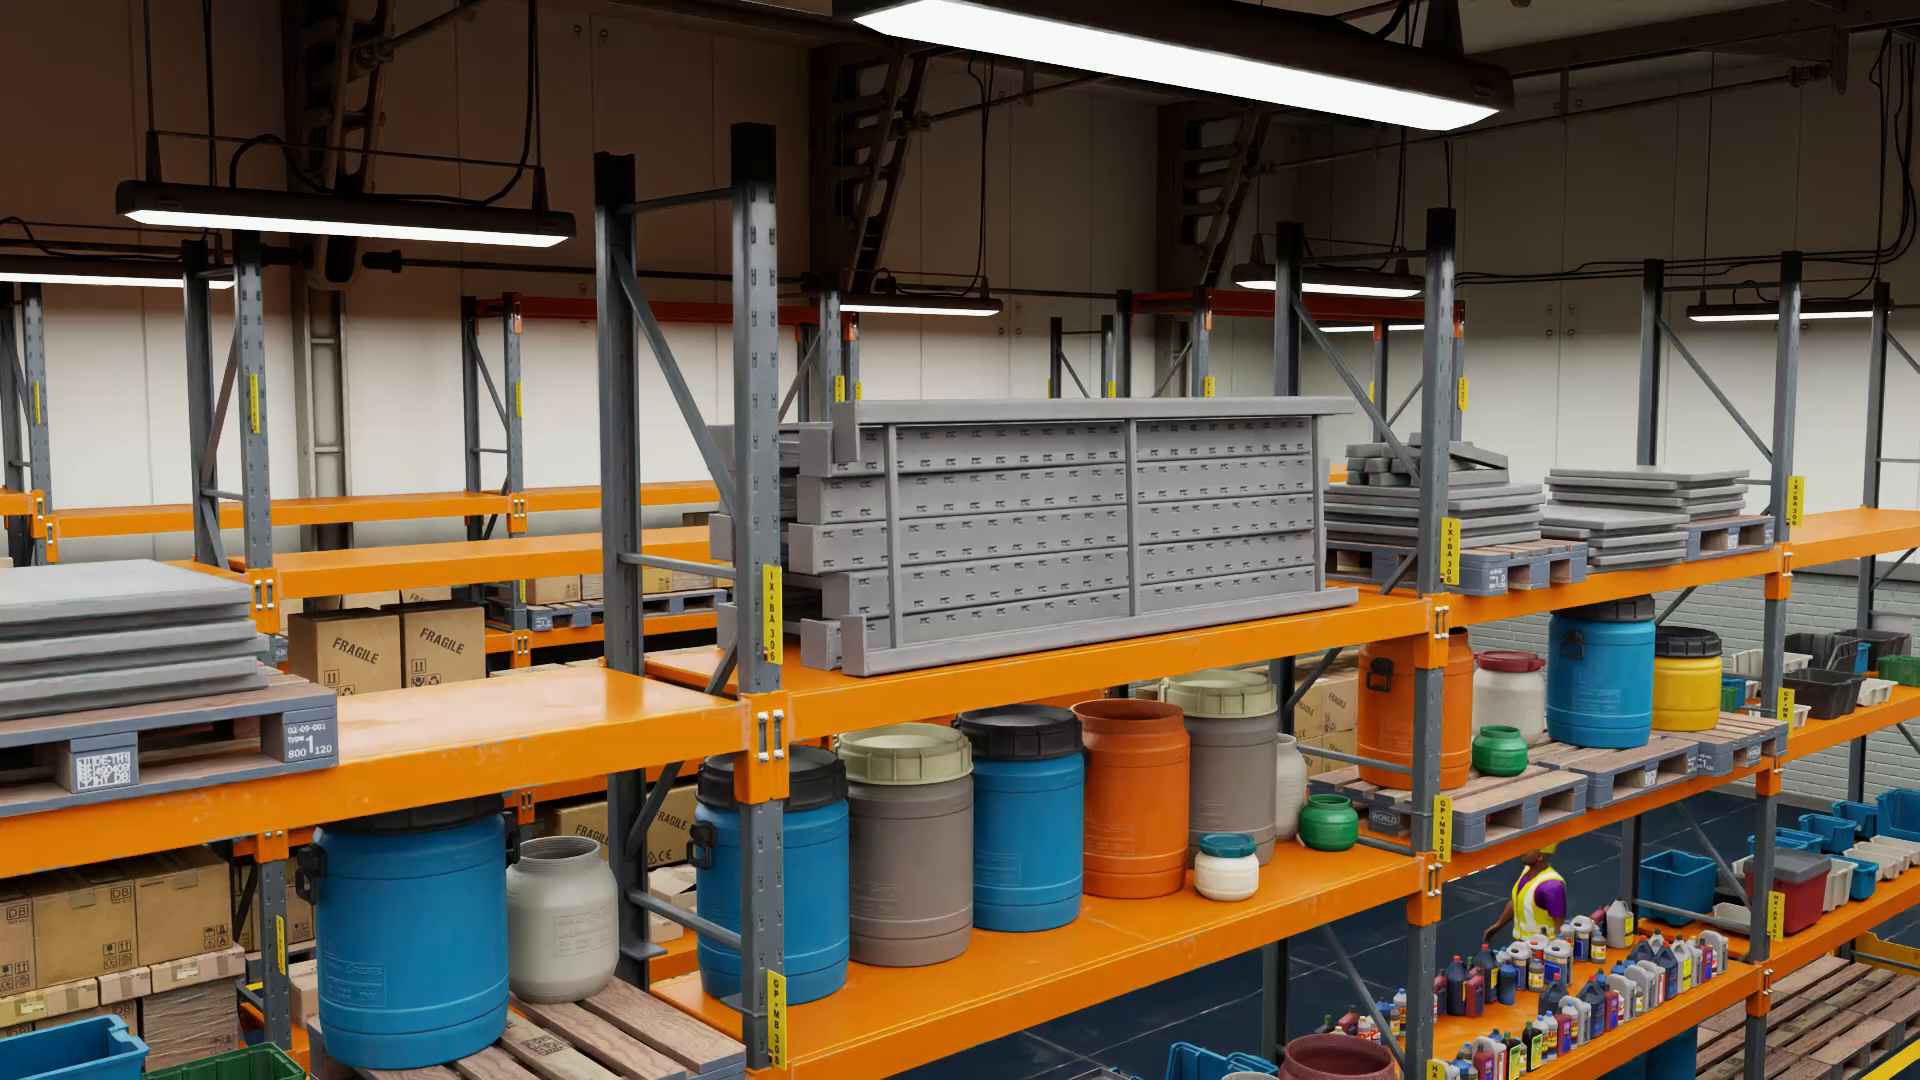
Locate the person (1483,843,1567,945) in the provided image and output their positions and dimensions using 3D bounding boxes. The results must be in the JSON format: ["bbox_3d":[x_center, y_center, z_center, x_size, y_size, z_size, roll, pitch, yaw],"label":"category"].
[{"bbox_3d":[4.339,3.080,12.753,0.937,1.737,0.675,-2,6,-15],"label":"person"}]
